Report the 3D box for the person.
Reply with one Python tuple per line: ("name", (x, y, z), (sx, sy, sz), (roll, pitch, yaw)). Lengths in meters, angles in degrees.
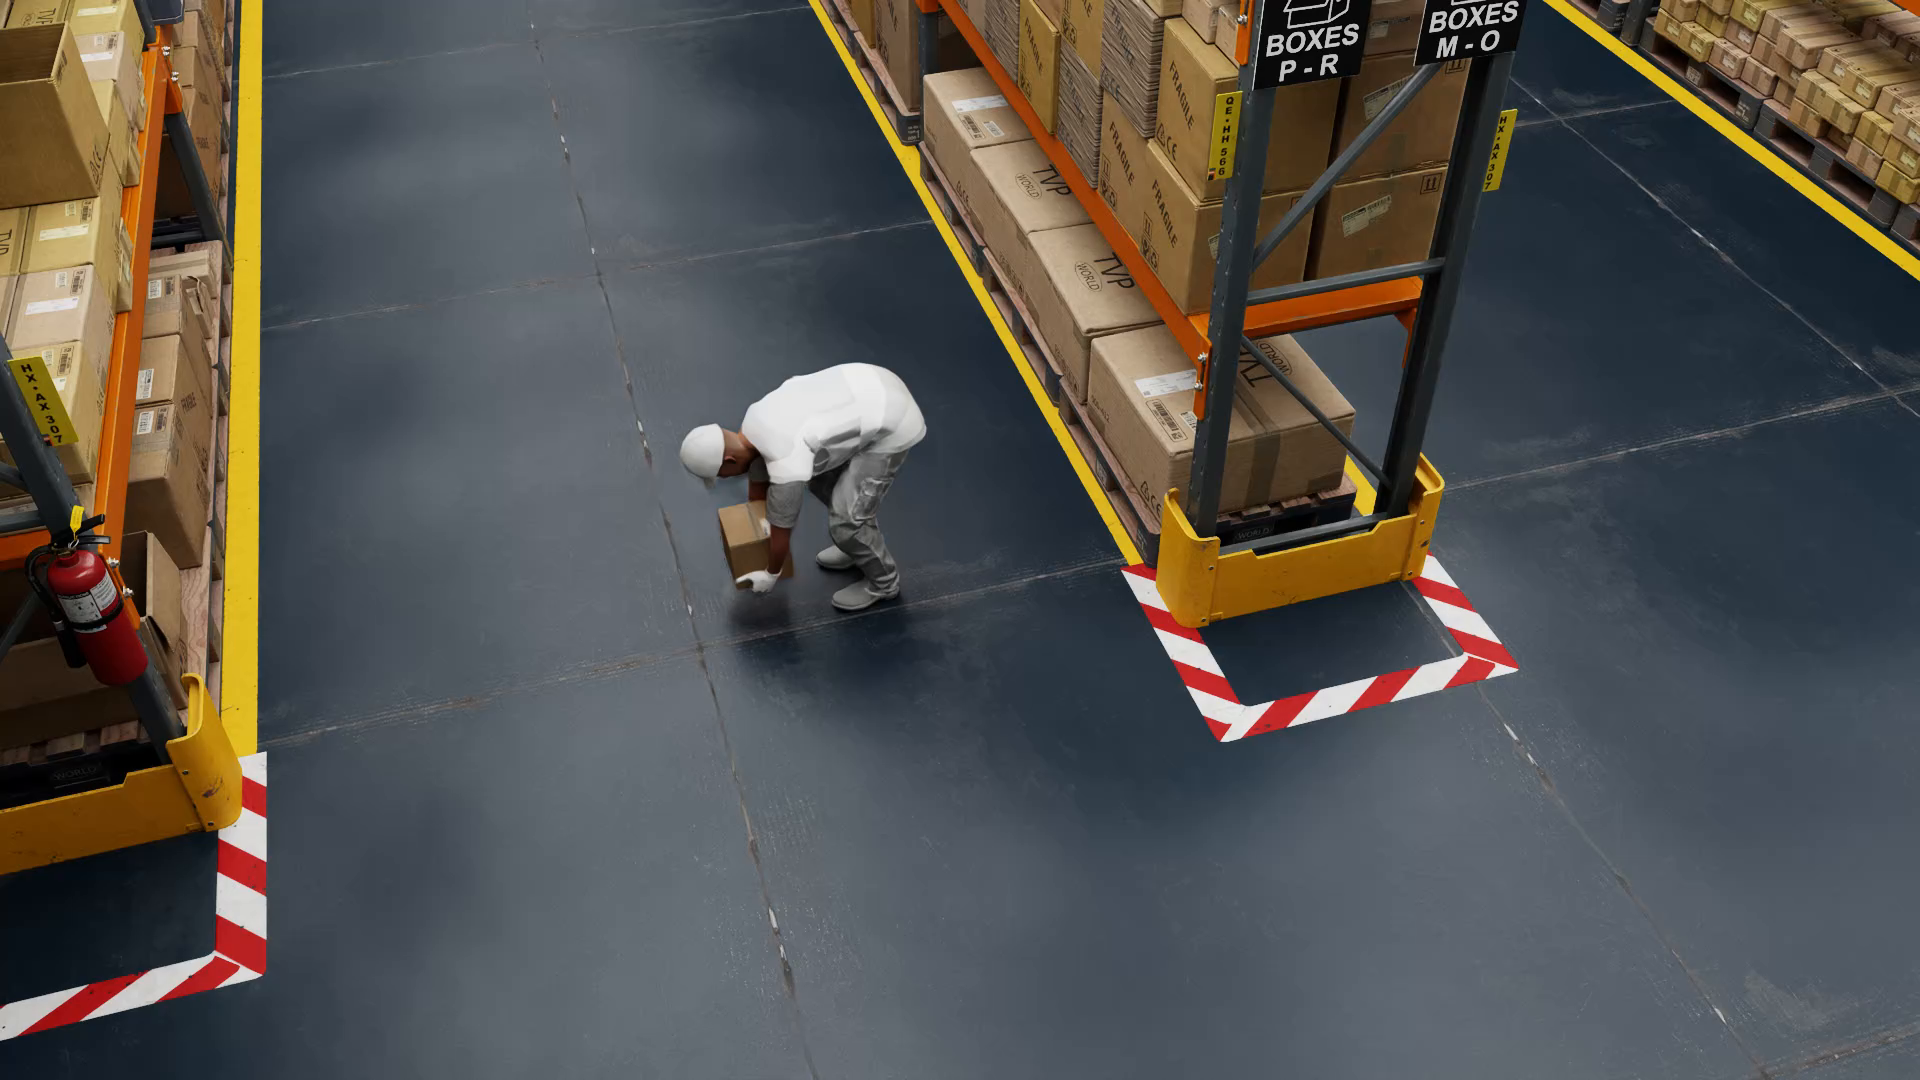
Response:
("person", (-0.633, -0.183, 6.877), (0.991, 1.075, 0.513), (-14, 44, -15))
